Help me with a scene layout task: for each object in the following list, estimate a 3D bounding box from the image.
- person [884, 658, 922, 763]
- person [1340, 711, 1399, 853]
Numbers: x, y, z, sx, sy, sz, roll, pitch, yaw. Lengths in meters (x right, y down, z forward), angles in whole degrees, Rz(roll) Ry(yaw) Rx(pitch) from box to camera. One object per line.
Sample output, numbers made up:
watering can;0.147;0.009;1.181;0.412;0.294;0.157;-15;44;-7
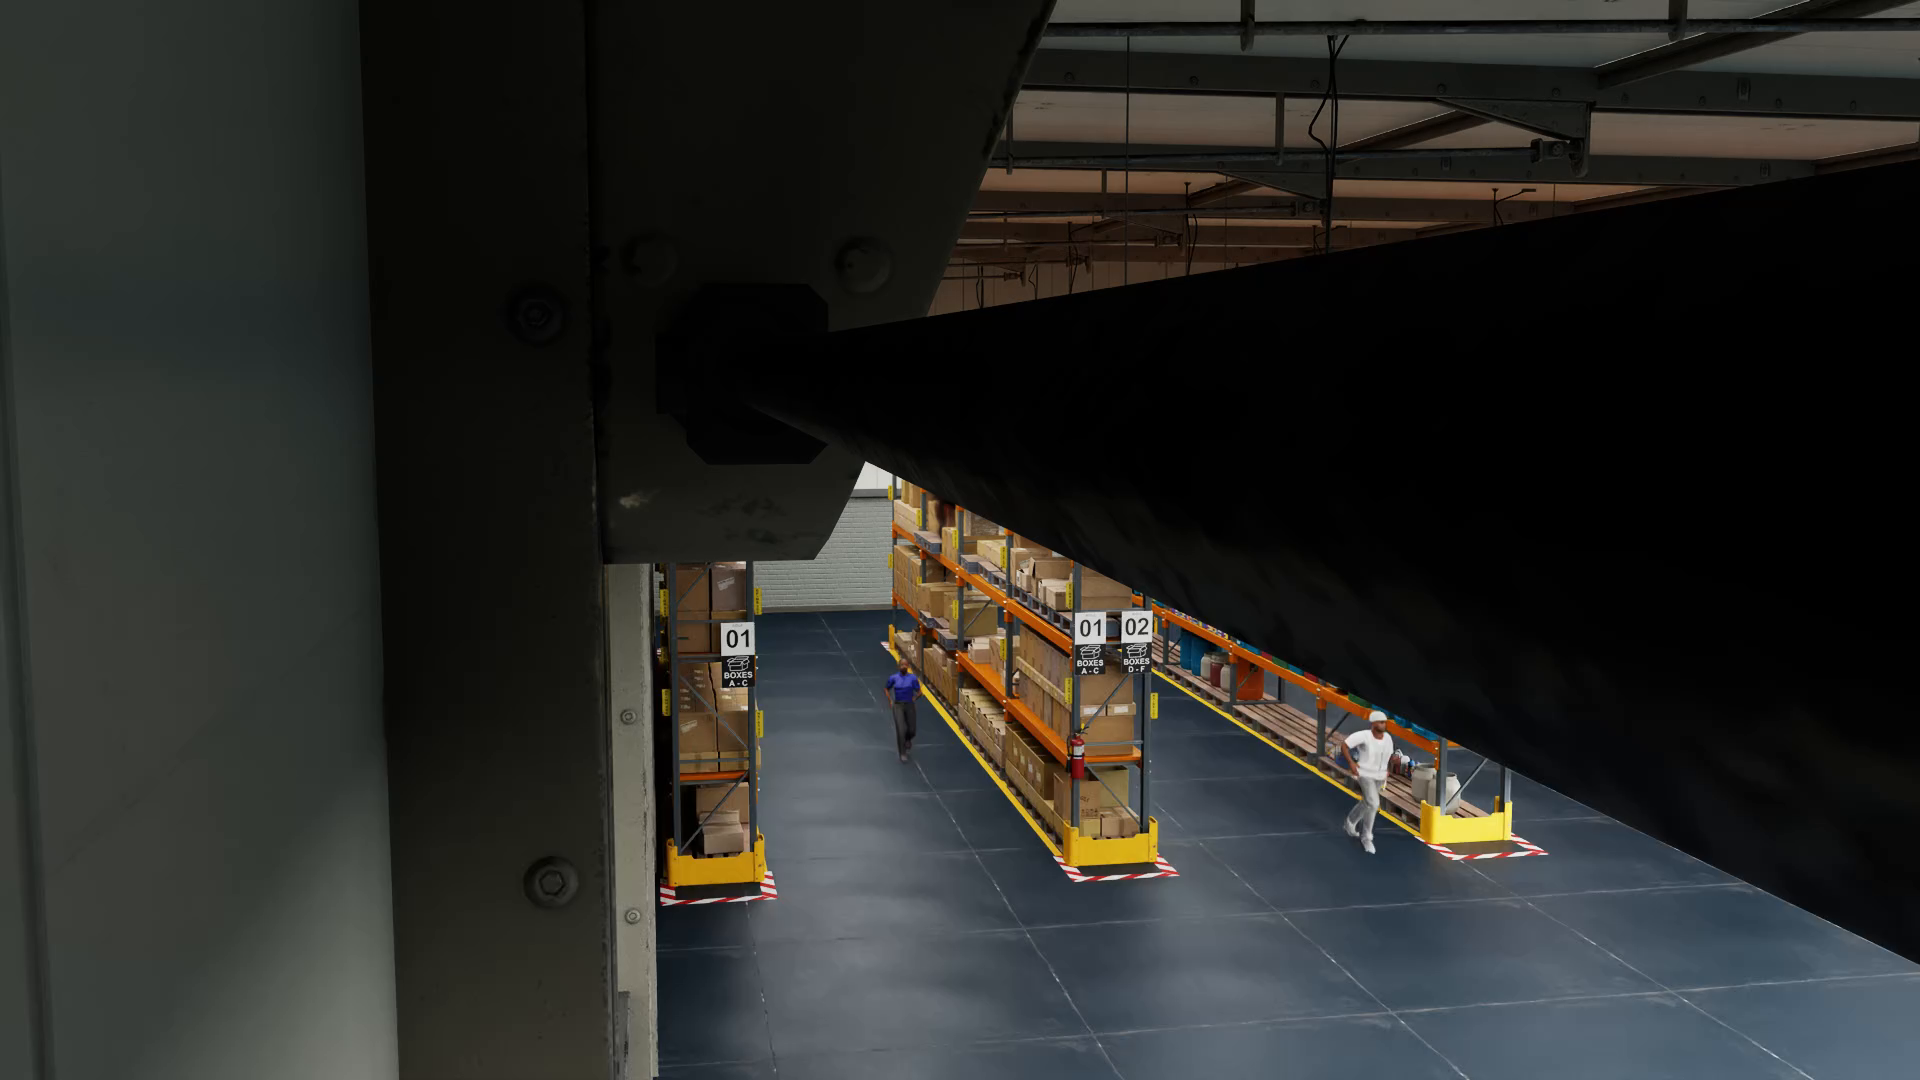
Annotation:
person;-0.900;2.677;26.397;0.597;1.617;0.724;-1;6;-8
person;5.380;3.127;21.793;0.696;1.813;0.788;-4;7;-30
